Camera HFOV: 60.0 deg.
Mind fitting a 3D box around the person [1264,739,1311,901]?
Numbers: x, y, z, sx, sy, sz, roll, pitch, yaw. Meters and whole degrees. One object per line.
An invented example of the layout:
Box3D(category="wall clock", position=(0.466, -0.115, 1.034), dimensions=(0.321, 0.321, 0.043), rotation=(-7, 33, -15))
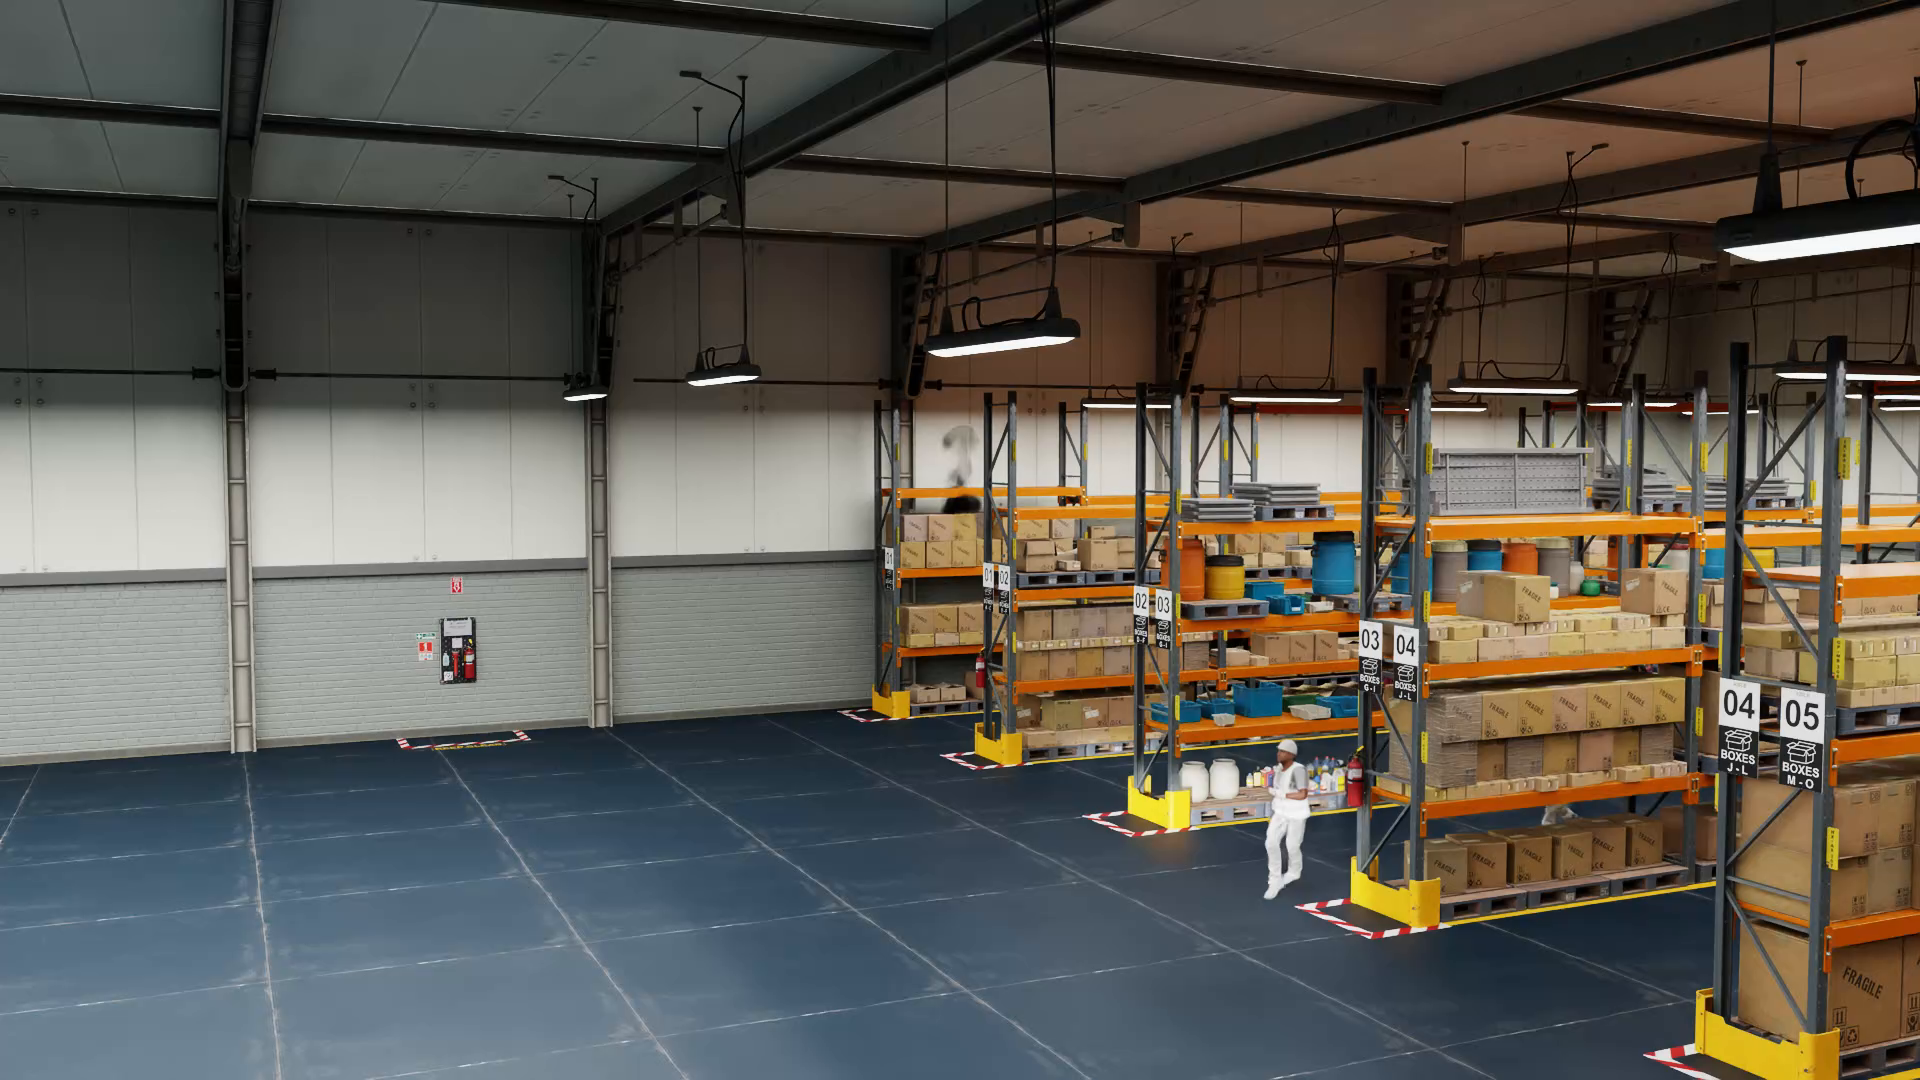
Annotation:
Box3D(category="person", position=(3.730, 3.175, 19.037), dimensions=(0.779, 1.802, 0.728), rotation=(-3, 4, -40))

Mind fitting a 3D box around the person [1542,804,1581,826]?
Box3D(category="person", position=(7.588, 3.040, 21.091), dimensions=(0.991, 1.811, 0.655), rotation=(-2, 4, -27))
